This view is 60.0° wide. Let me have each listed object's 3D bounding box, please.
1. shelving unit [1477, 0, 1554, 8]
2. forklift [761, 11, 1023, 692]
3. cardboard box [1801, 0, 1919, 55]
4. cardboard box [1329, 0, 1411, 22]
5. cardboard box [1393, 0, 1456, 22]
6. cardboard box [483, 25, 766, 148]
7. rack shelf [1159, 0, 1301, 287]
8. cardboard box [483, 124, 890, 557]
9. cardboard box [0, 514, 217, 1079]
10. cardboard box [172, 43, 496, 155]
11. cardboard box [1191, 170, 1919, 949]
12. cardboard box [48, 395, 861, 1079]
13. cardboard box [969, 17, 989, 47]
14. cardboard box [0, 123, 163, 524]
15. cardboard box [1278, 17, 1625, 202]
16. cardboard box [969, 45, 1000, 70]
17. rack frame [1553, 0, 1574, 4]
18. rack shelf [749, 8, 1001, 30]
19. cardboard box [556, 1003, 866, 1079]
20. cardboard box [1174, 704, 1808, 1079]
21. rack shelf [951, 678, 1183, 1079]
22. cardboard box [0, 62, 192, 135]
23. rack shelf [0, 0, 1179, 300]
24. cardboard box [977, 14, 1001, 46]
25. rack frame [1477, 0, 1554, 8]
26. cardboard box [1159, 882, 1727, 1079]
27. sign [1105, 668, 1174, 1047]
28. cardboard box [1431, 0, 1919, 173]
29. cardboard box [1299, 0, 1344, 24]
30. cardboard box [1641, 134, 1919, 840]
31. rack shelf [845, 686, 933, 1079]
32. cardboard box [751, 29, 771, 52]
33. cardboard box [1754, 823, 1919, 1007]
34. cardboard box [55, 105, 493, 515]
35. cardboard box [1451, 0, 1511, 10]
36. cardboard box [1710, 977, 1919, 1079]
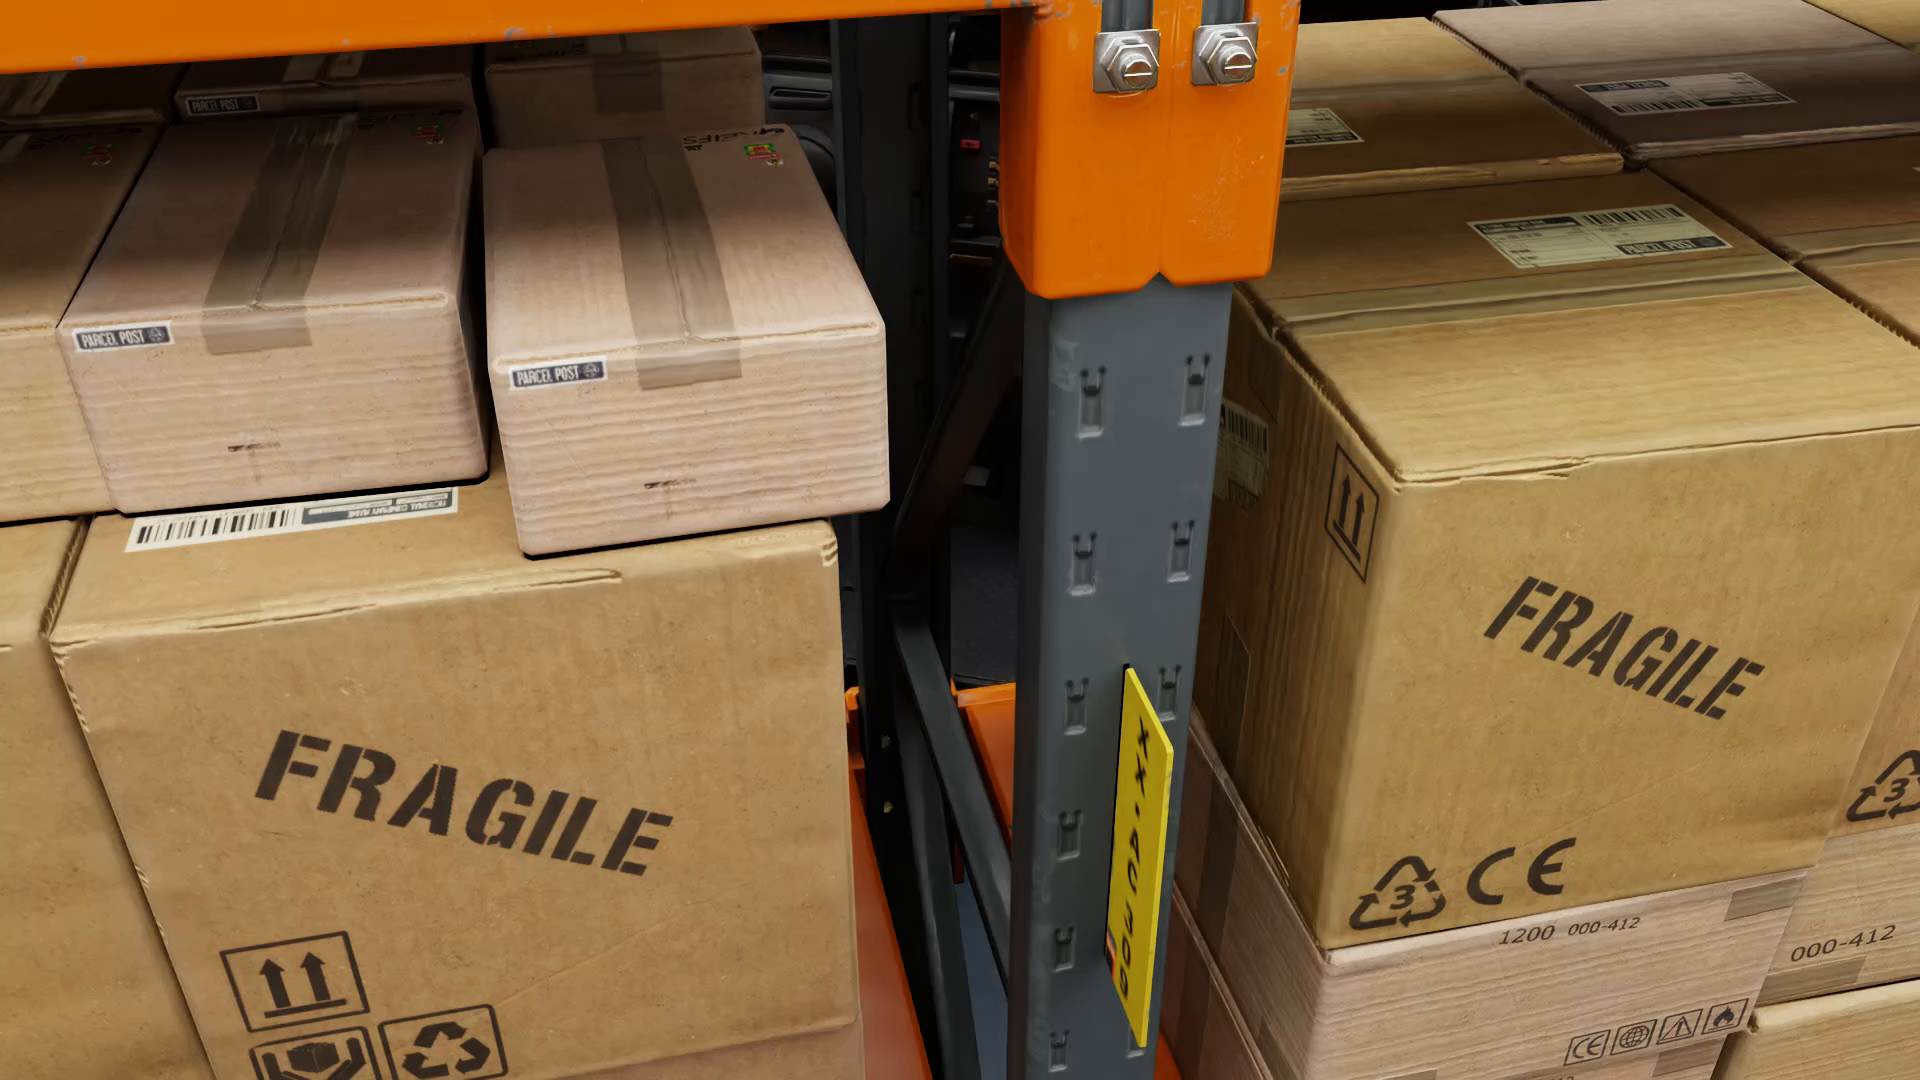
[{"bbox_3d":[1.247,-1.143,5.608,1.083,1.500,0.587,-3,34,-5],"label":"shelving unit"},{"bbox_3d":[-0.157,-0.869,3.914,1.130,2.935,3.031,8,35,12],"label":"forklift"},{"bbox_3d":[1.399,-0.418,2.193,0.500,0.500,0.500,-6,34,-9],"label":"cardboard box"},{"bbox_3d":[1.752,-2.258,7.207,0.250,0.149,0.380,-7,34,-10],"label":"cardboard box"},{"bbox_3d":[1.977,-2.332,7.318,0.250,0.149,0.380,-6,34,-9],"label":"cardboard box"},{"bbox_3d":[-0.349,-0.479,1.702,0.250,0.149,0.380,-8,35,-11],"label":"cardboard box"},{"bbox_3d":[1.967,-0.843,1.768,4.000,0.370,1.077,-7,35,-11],"label":"rack shelf"},{"bbox_3d":[-0.214,-0.165,1.235,0.250,0.149,0.380,-8,35,-12],"label":"cardboard box"},{"bbox_3d":[-0.880,0.159,1.334,0.500,0.500,0.500,-8,35,-11],"label":"cardboard box"},{"bbox_3d":[-0.595,-0.438,1.642,0.250,0.149,0.380,-7,34,-10],"label":"cardboard box"},{"bbox_3d":[0.509,-0.005,1.578,0.500,0.500,0.500,-7,34,-10],"label":"cardboard box"},{"bbox_3d":[-0.383,0.101,1.420,0.500,0.500,0.500,-7,35,-11],"label":"cardboard box"},{"bbox_3d":[-0.052,-2.071,6.928,0.250,0.149,0.380,-9,35,-13],"label":"cardboard box"},{"bbox_3d":[-0.740,-0.167,1.237,0.250,0.149,0.380,-7,35,-10],"label":"cardboard box"},{"bbox_3d":[0.397,-0.298,2.016,0.500,0.500,0.500,-6,34,-9],"label":"cardboard box"},{"bbox_3d":[0.091,-1.808,6.536,0.250,0.149,0.380,-8,35,-11],"label":"cardboard box"},{"bbox_3d":[2.819,-2.839,6.789,0.127,3.000,1.000,-7,35,-11],"label":"rack frame"},{"bbox_3d":[0.868,-2.295,6.623,4.000,0.370,1.077,-7,35,-11],"label":"rack shelf"},{"bbox_3d":[-0.380,0.504,1.717,0.500,0.500,0.500,-7,34,-10],"label":"cardboard box"},{"bbox_3d":[0.508,0.304,1.792,0.500,0.250,0.500,-8,35,-12],"label":"cardboard box"},{"bbox_3d":[1.967,0.403,2.604,4.000,0.370,1.077,-7,35,-11],"label":"rack shelf"},{"bbox_3d":[-0.835,-0.384,1.561,0.250,0.149,0.380,-8,35,-11],"label":"cardboard box"},{"bbox_3d":[-1.934,-0.351,1.035,4.000,0.370,1.077,-7,35,-11],"label":"rack shelf"},{"bbox_3d":[0.228,-2.075,6.935,0.250,0.149,0.380,-6,34,-9],"label":"cardboard box"},{"bbox_3d":[1.762,-1.171,5.650,0.032,1.500,0.500,-3,34,-5],"label":"rack frame"},{"bbox_3d":[0.504,0.501,1.945,0.500,0.250,0.500,-8,35,-12],"label":"cardboard box"},{"bbox_3d":[0.140,0.259,1.324,0.005,0.325,0.100,-7,35,-11],"label":"sign"},{"bbox_3d":[0.900,-0.366,2.116,0.500,0.500,0.500,-7,34,-10],"label":"cardboard box"},{"bbox_3d":[1.466,-2.275,7.233,0.250,0.149,0.380,-9,35,-13],"label":"cardboard box"},{"bbox_3d":[0.999,-0.082,1.694,0.500,0.500,0.500,-7,35,-11],"label":"cardboard box"},{"bbox_3d":[-1.934,0.894,1.871,4.000,0.370,1.077,-7,35,-11],"label":"rack shelf"},{"bbox_3d":[-0.687,-1.809,6.271,0.250,0.149,0.380,-8,35,-11],"label":"cardboard box"},{"bbox_3d":[1.010,0.224,1.910,0.500,0.250,0.500,-7,34,-10],"label":"cardboard box"},{"bbox_3d":[-0.495,-0.192,1.275,0.250,0.149,0.380,-6,34,-9],"label":"cardboard box"},{"bbox_3d":[2.242,-2.350,7.345,0.250,0.149,0.380,-5,34,-8],"label":"cardboard box"},{"bbox_3d":[1.008,0.437,2.041,0.500,0.250,0.500,-8,35,-12],"label":"cardboard box"}]
